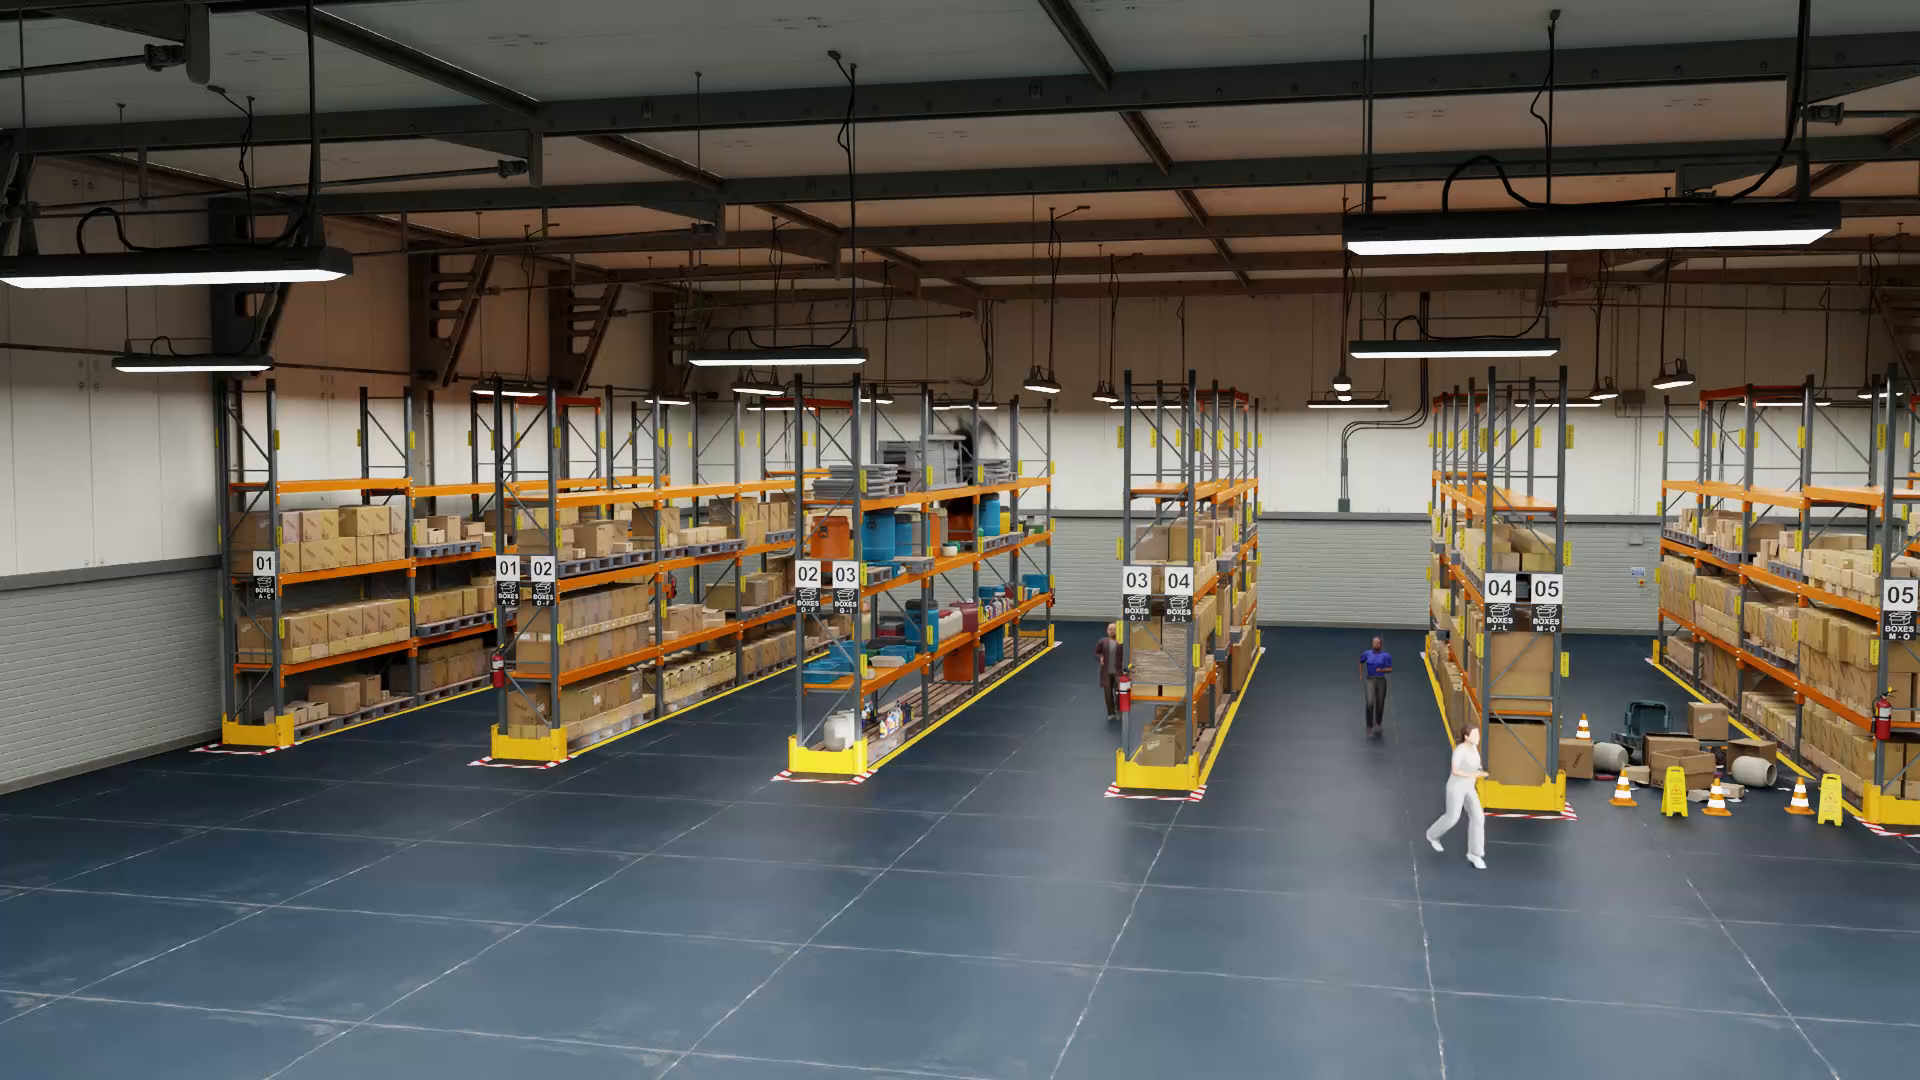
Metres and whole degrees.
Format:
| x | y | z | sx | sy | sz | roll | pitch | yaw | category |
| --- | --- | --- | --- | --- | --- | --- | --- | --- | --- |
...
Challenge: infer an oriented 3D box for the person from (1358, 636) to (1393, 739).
| x | y | z | sx | sy | sz | roll | pitch | yaw | category |
| --- | --- | --- | --- | --- | --- | --- | --- | --- | --- |
| 7.041 | 2.483 | 28.185 | 0.549 | 1.717 | 0.752 | 1 | 3 | 10 | person |

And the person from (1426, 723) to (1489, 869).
| x | y | z | sx | sy | sz | roll | pitch | yaw | category |
| --- | --- | --- | --- | --- | --- | --- | --- | --- | --- |
| 5.923 | 3.009 | 19.745 | 0.581 | 1.715 | 0.869 | -2 | 4 | -36 | person |

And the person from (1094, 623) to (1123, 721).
| x | y | z | sx | sy | sz | roll | pitch | yaw | category |
| --- | --- | --- | --- | --- | --- | --- | --- | --- | --- |
| 2.707 | 2.359 | 29.483 | 0.698 | 1.724 | 0.633 | 1 | 3 | 9 | person |

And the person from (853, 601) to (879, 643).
| x | y | z | sx | sy | sz | roll | pitch | yaw | category |
| --- | --- | --- | --- | --- | --- | --- | --- | --- | --- |
| -1.993 | 2.092 | 34.910 | 0.576 | 1.622 | 0.555 | 1 | 3 | 10 | person |
